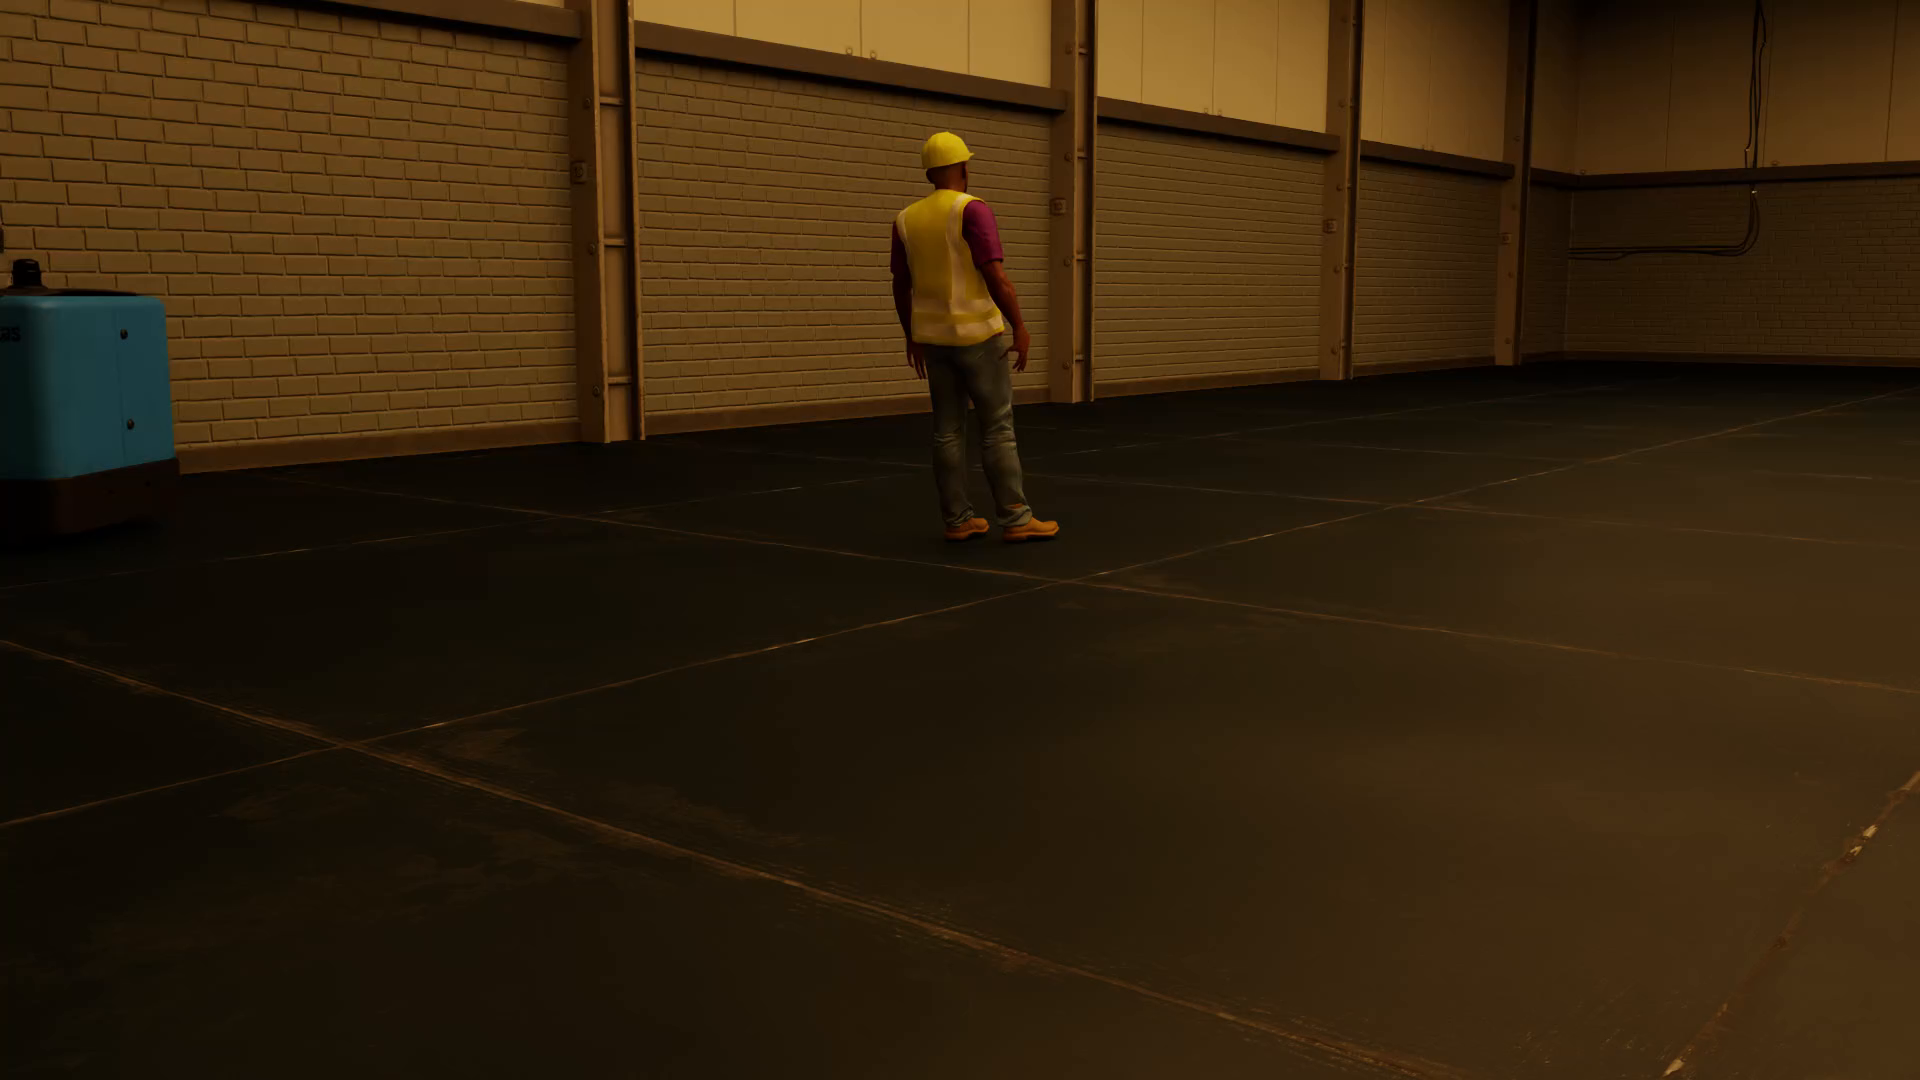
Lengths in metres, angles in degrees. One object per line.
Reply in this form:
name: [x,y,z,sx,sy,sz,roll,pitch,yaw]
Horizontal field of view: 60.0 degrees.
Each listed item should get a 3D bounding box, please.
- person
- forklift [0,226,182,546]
person: [0.049,-0.889,7.326,0.665,1.768,0.575,7,11,38]
forklift: [-5.262,-1.481,7.401,3.031,2.935,1.130,0,8,3]
